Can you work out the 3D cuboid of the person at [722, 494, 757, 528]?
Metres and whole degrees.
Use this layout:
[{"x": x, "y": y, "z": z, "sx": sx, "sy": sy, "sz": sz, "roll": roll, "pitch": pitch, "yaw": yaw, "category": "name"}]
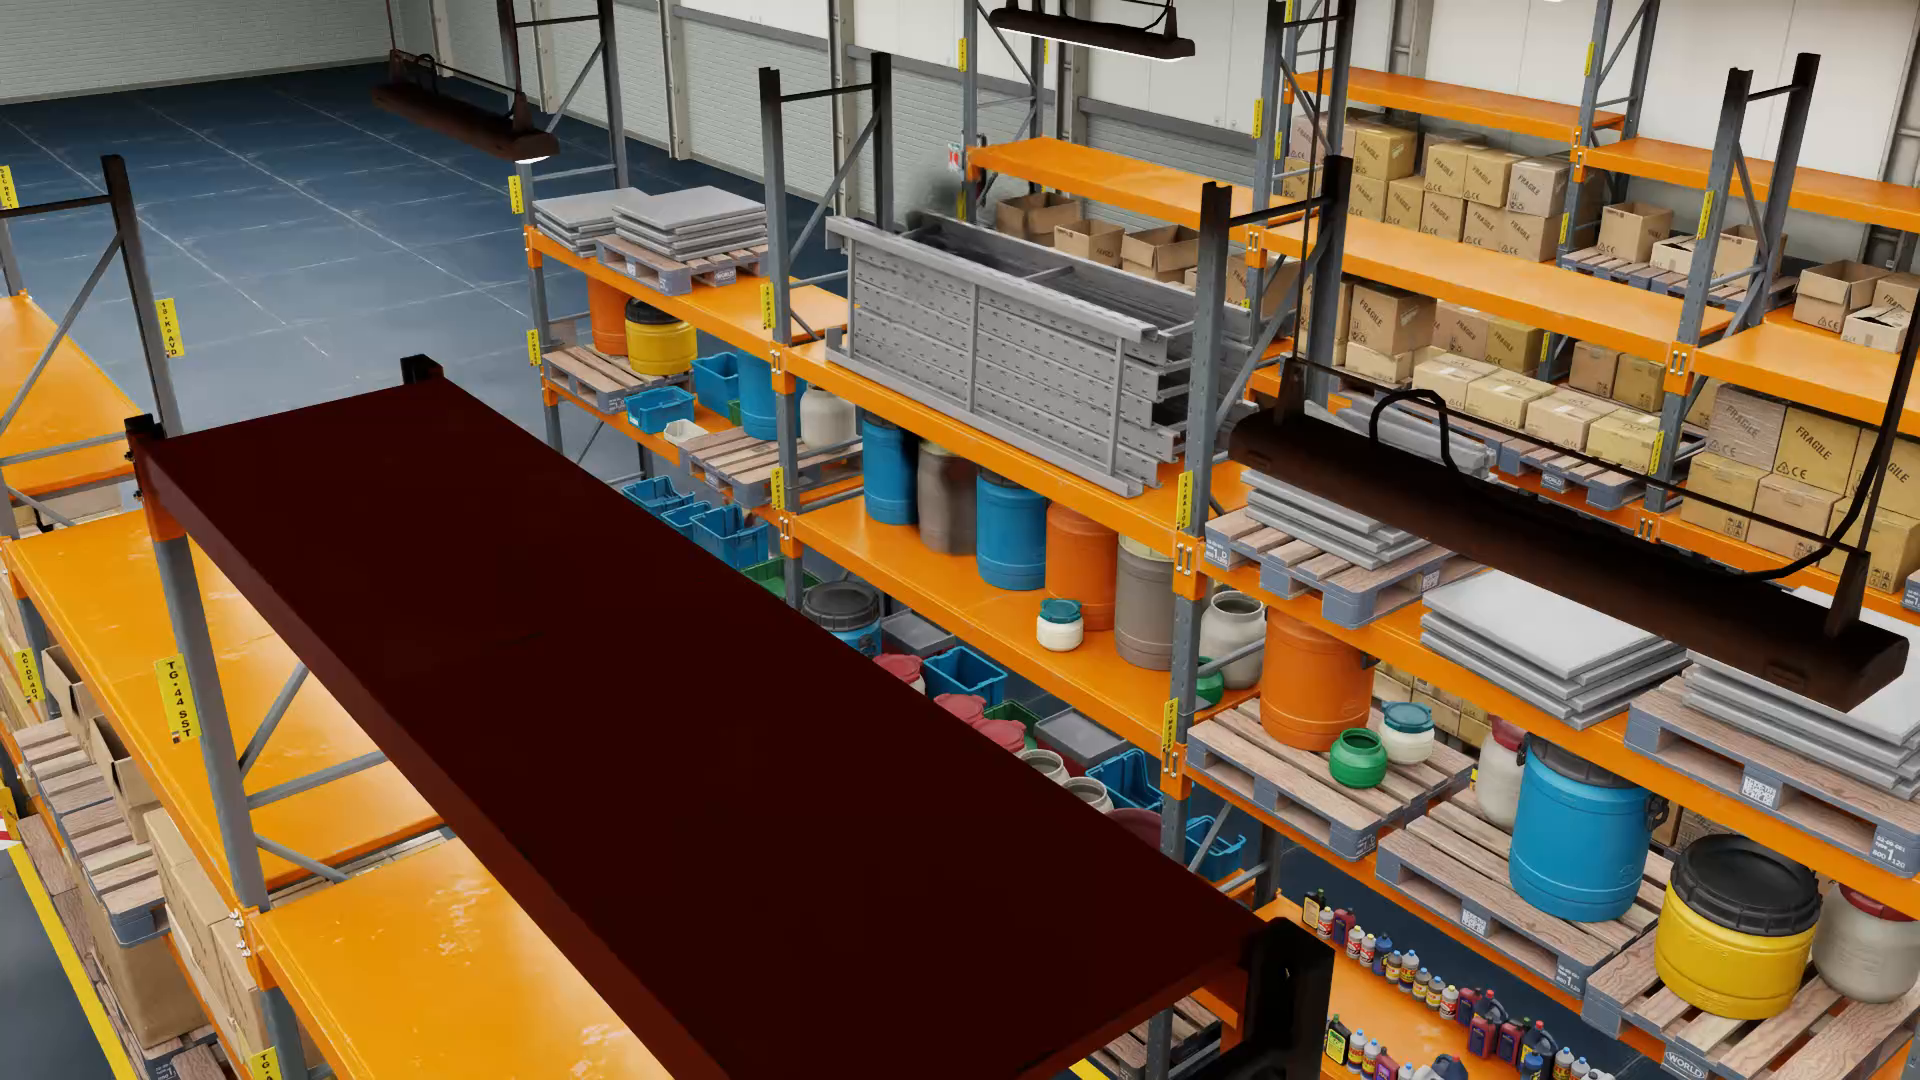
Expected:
[{"x": -2.274, "y": -0.305, "z": 17.075, "sx": 0.533, "sy": 1.625, "sz": 0.632, "roll": 21, "pitch": 33, "yaw": 36, "category": "person"}]
